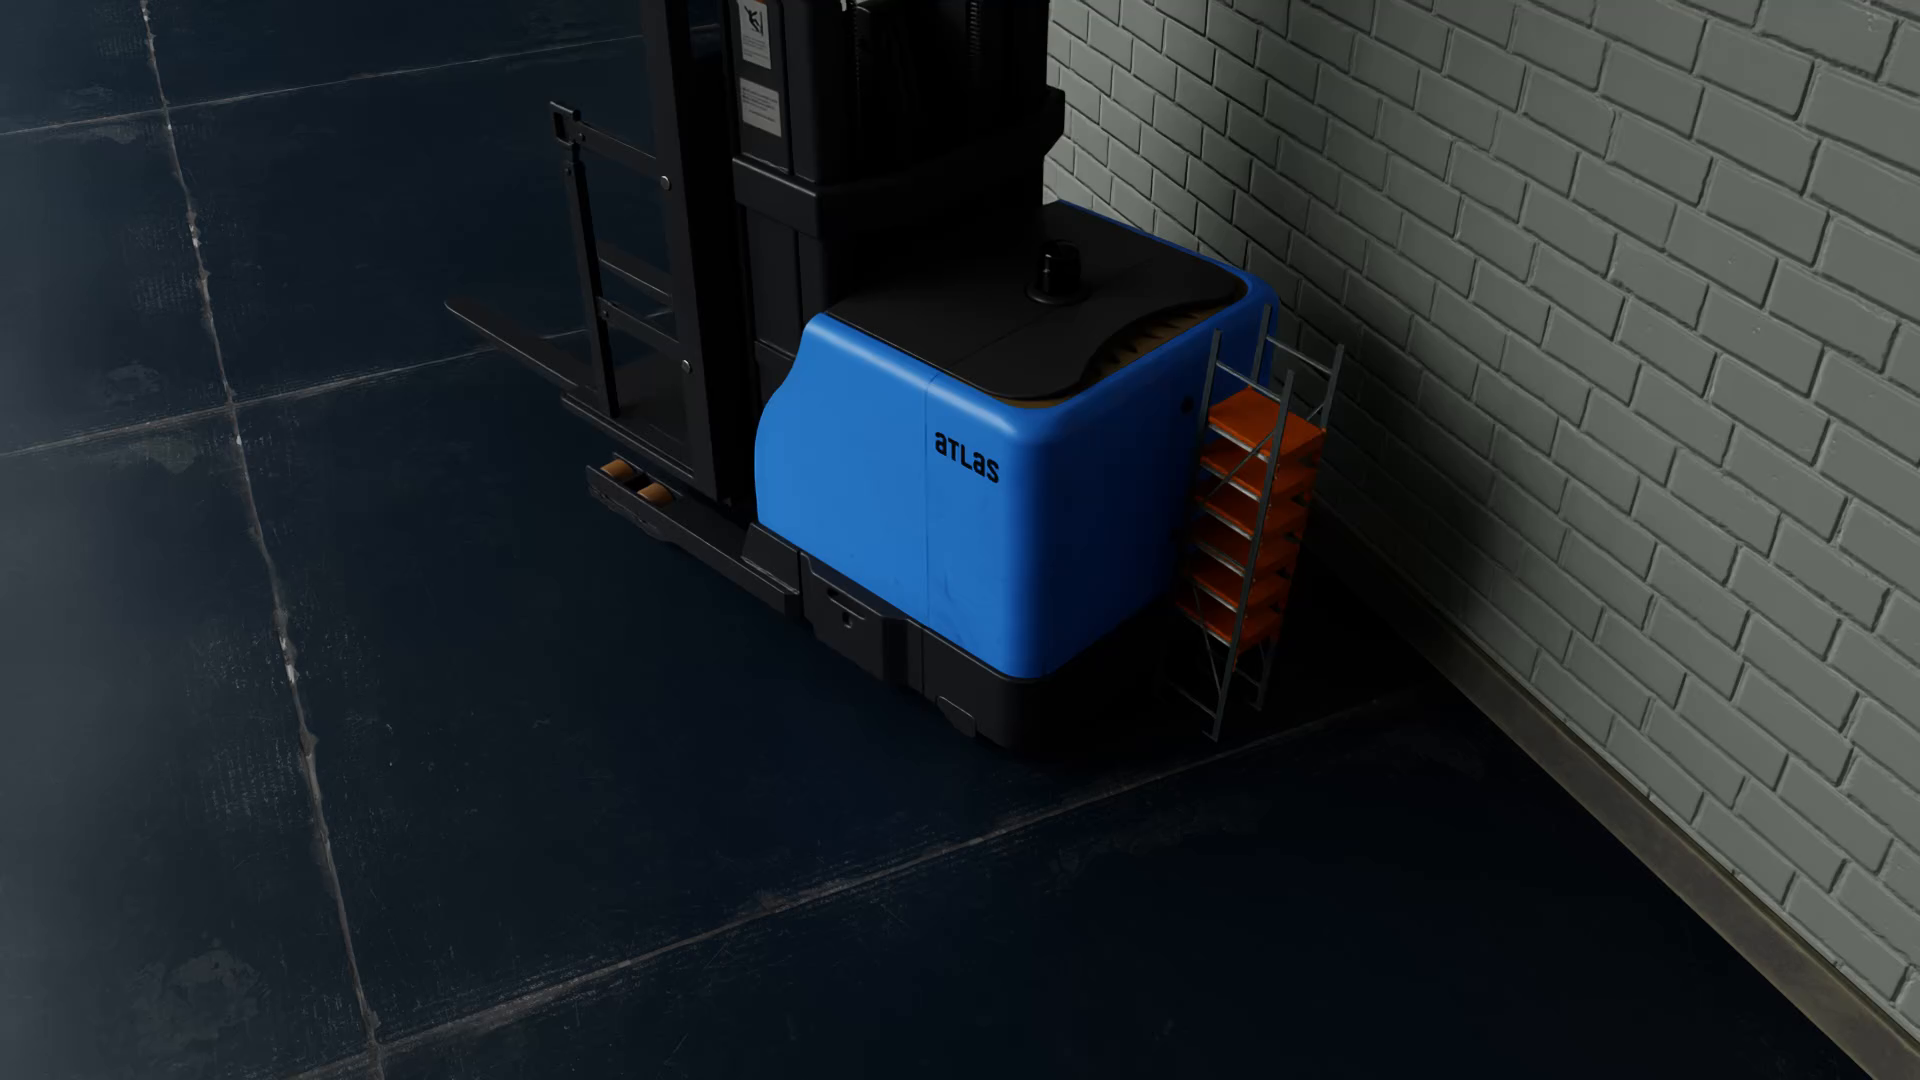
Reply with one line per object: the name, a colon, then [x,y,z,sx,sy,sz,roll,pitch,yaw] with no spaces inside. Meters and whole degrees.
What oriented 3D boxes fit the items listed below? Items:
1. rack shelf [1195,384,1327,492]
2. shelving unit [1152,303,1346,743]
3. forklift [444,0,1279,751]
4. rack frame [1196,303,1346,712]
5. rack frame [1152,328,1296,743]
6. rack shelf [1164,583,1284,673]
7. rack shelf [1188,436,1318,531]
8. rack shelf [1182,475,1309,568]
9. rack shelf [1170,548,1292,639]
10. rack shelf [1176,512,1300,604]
rack shelf: [0.729,-0.251,4.038,0.180,0.103,0.258,-28,49,-32]
shelving unit: [0.714,-0.009,4.240,0.189,1.200,0.258,-28,49,-32]
forklift: [-0.556,-1.386,4.658,3.031,2.935,1.130,30,46,34]
rack frame: [0.782,-0.046,4.289,0.006,1.200,0.240,-28,49,-32]
rack frame: [0.646,0.028,4.191,0.006,1.200,0.240,-28,49,-32]
rack shelf: [0.700,0.210,4.422,0.180,0.103,0.258,-28,49,-32]
rack shelf: [0.723,-0.159,4.115,0.180,0.103,0.258,-28,49,-32]
rack shelf: [0.717,-0.067,4.192,0.180,0.103,0.258,-28,49,-32]
rack shelf: [0.706,0.117,4.345,0.180,0.103,0.258,-28,49,-32]
rack shelf: [0.712,0.025,4.268,0.180,0.103,0.258,-28,49,-32]
